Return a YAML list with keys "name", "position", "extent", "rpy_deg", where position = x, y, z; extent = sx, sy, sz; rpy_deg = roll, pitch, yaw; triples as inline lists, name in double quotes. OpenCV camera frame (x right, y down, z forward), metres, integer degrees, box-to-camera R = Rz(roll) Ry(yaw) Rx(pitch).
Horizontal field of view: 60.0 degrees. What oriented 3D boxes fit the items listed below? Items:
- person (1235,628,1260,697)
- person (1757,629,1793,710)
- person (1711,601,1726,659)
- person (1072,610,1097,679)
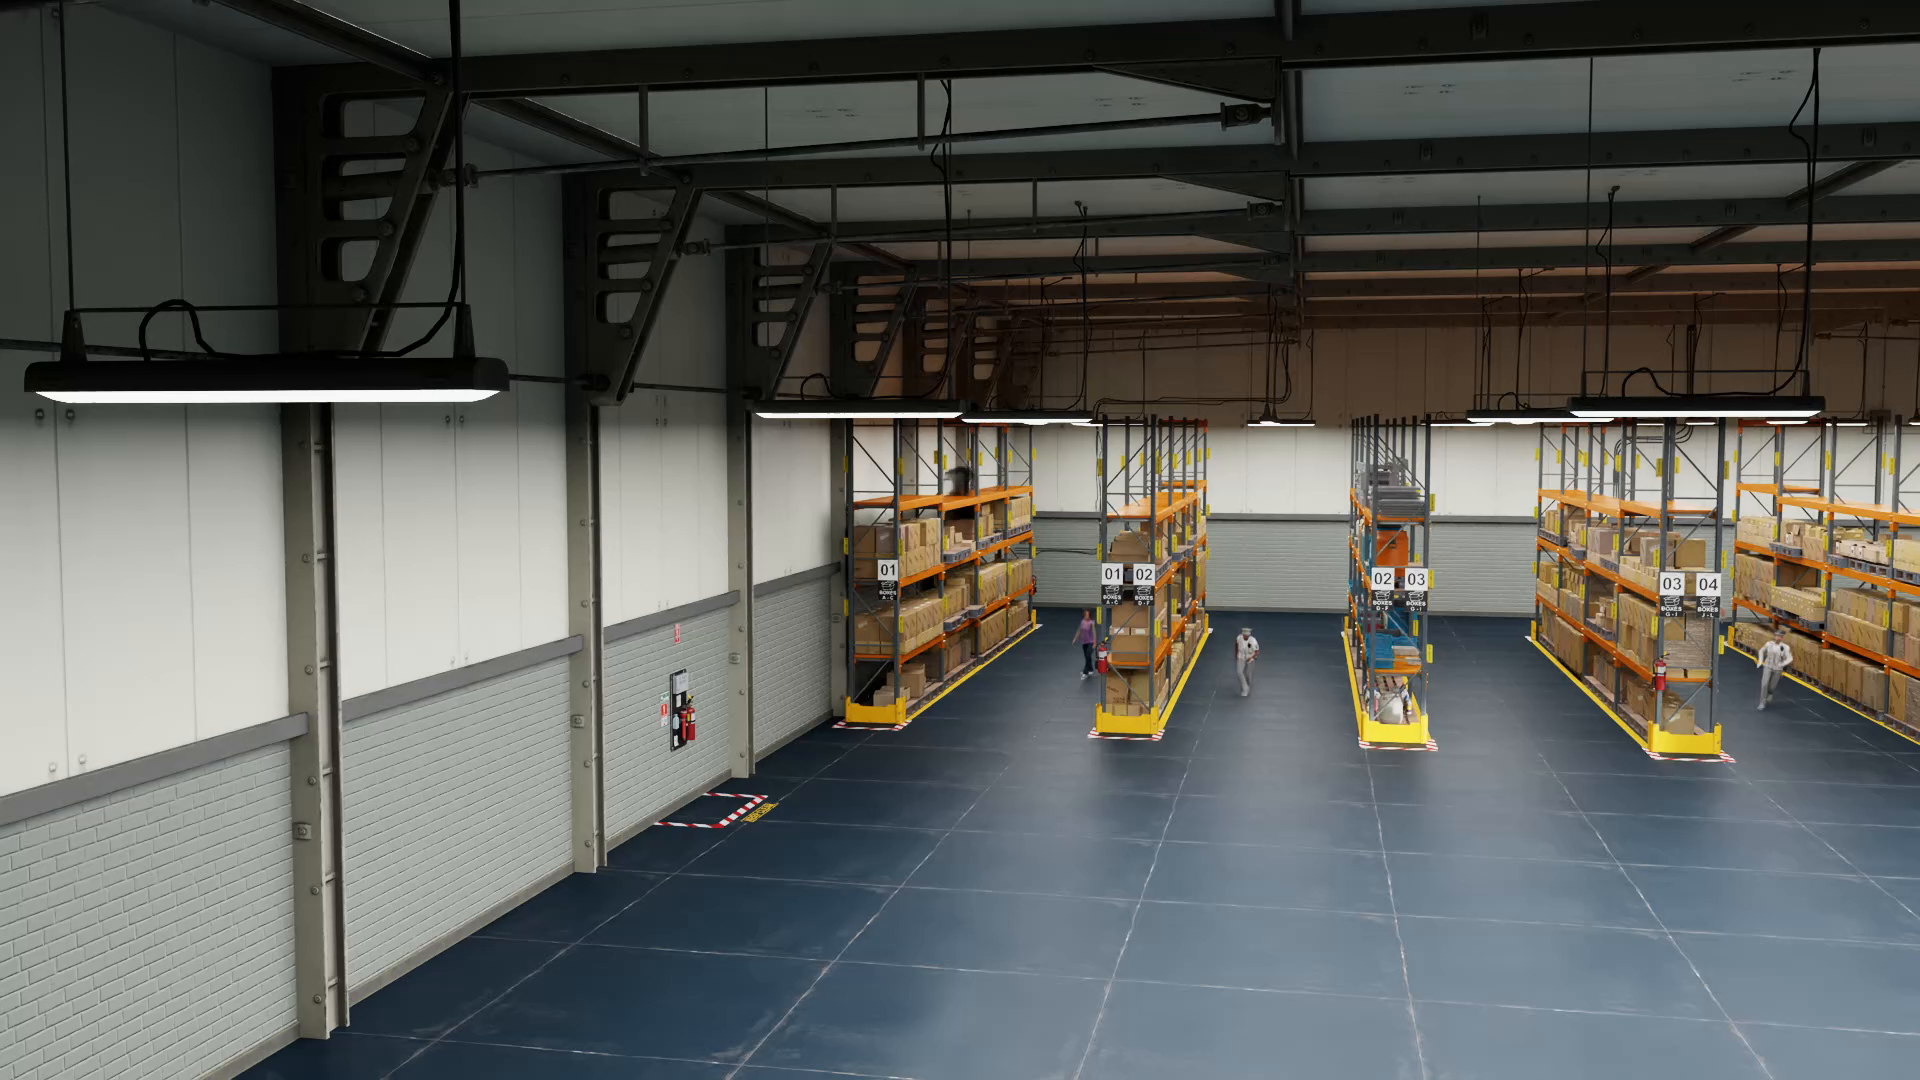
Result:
- name: "person"
  position: [6.187, 2.587, 35.771]
  extent: [0.562, 1.490, 1.032]
  rpy_deg: [1, 4, 17]
- name: "person"
  position: [16.686, 2.633, 34.054]
  extent: [0.651, 1.647, 0.821]
  rpy_deg: [2, 4, 31]
- name: "person"
  position: [18.678, 2.085, 41.374]
  extent: [0.646, 1.802, 0.822]
  rpy_deg: [1, 4, 18]
- name: "person"
  position: [2.903, 2.387, 38.358]
  extent: [0.576, 1.575, 0.740]
  rpy_deg: [4, 5, 45]
